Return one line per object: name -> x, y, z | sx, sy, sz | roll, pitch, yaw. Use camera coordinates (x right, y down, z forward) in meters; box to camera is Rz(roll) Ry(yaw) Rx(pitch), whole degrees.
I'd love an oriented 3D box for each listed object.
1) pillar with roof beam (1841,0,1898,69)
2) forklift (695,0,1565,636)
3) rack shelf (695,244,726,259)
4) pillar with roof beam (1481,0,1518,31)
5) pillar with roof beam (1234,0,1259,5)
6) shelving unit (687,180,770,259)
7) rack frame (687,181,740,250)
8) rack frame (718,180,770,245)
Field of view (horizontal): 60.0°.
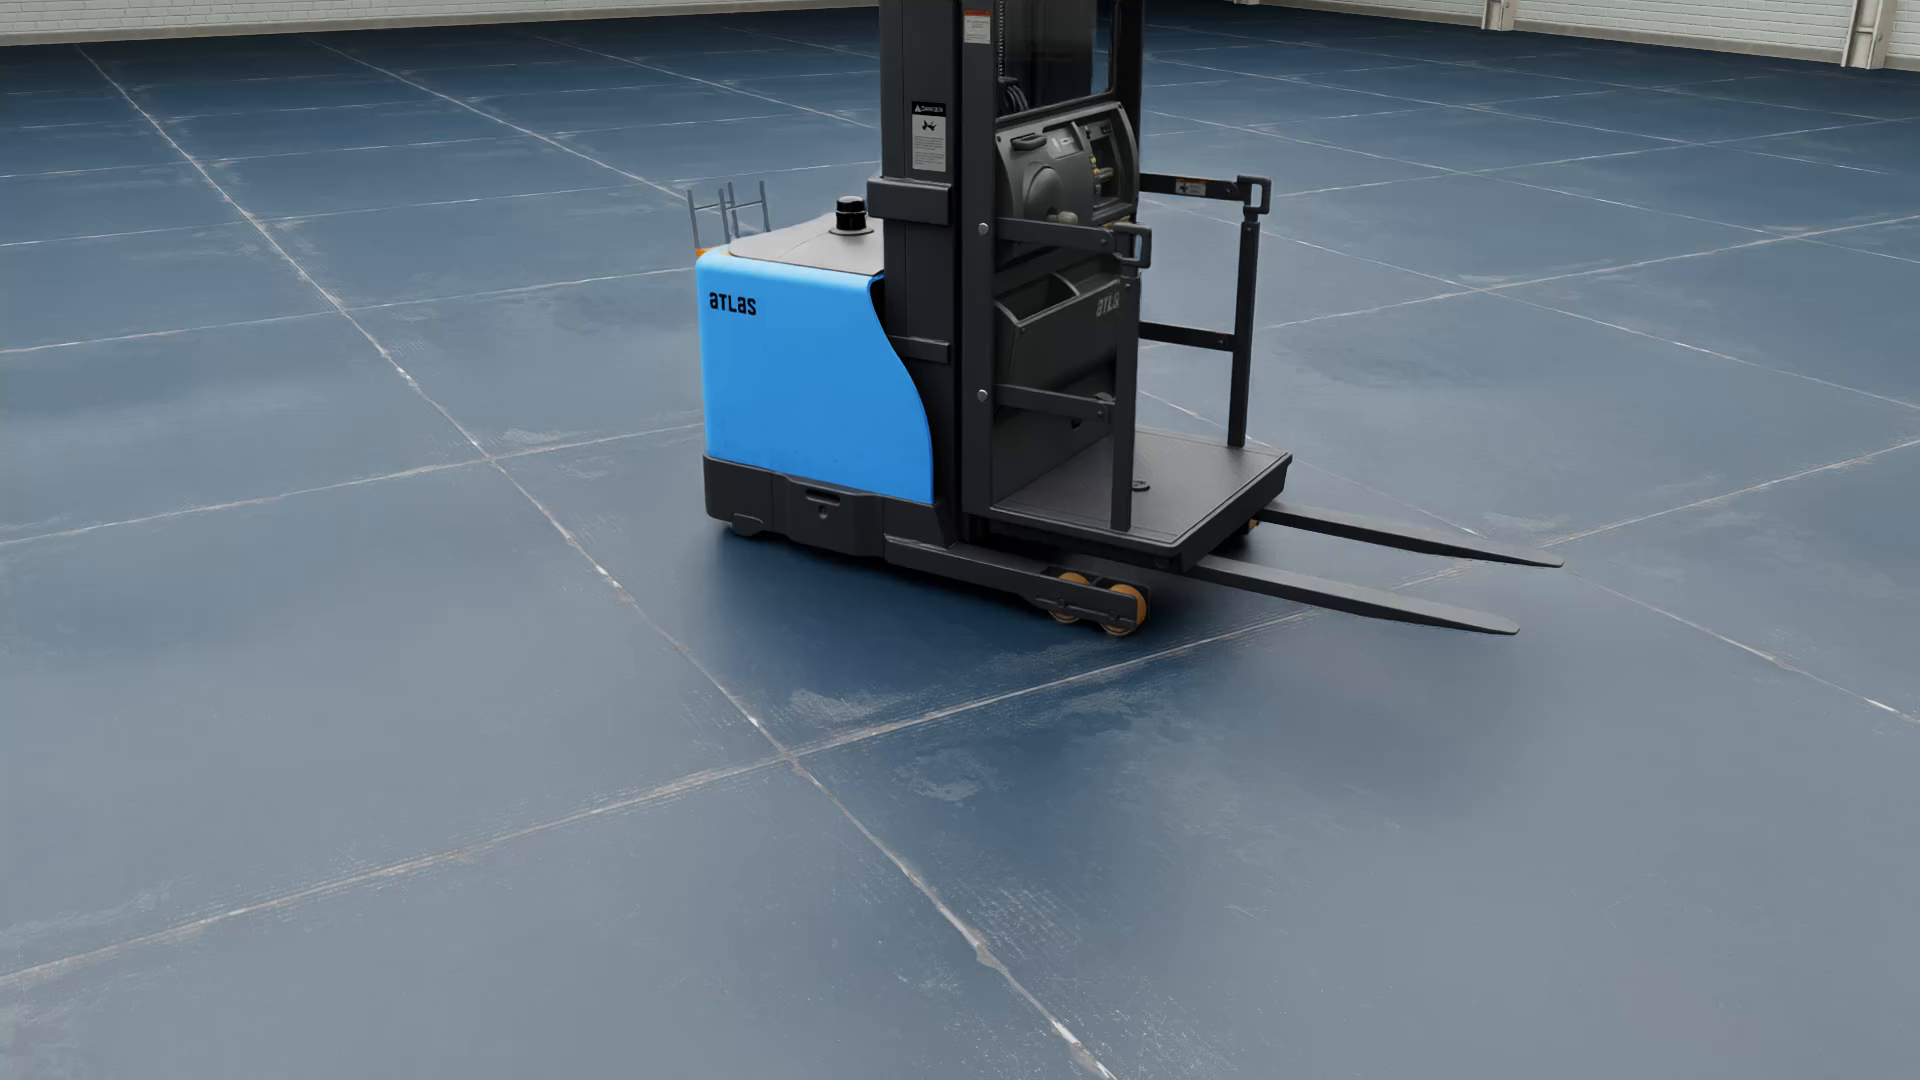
pillar with roof beam -> 7.706, -9.320, 17.291 | 9.100, 9.000, 0.400 | -13, 25, -28
forklift -> 0.551, -1.269, 5.540 | 3.031, 2.935, 1.130 | 13, 25, 28
rack shelf -> -0.899, -1.134, 6.657 | 0.180, 0.103, 0.258 | 8, 22, 39
pillar with roof beam -> 4.642, -11.262, 22.069 | 9.100, 9.000, 0.400 | -13, 25, -28
pillar with roof beam -> 1.577, -13.205, 26.848 | 9.100, 9.000, 0.400 | -13, 25, -28
shelving unit -> -0.867, -0.834, 6.750 | 0.189, 1.200, 0.258 | 8, 22, 39
rack frame -> -0.937, -0.845, 6.808 | 0.006, 1.200, 0.240 | 8, 22, 39
rack frame -> -0.797, -0.824, 6.693 | 0.006, 1.200, 0.240 | 8, 22, 39
